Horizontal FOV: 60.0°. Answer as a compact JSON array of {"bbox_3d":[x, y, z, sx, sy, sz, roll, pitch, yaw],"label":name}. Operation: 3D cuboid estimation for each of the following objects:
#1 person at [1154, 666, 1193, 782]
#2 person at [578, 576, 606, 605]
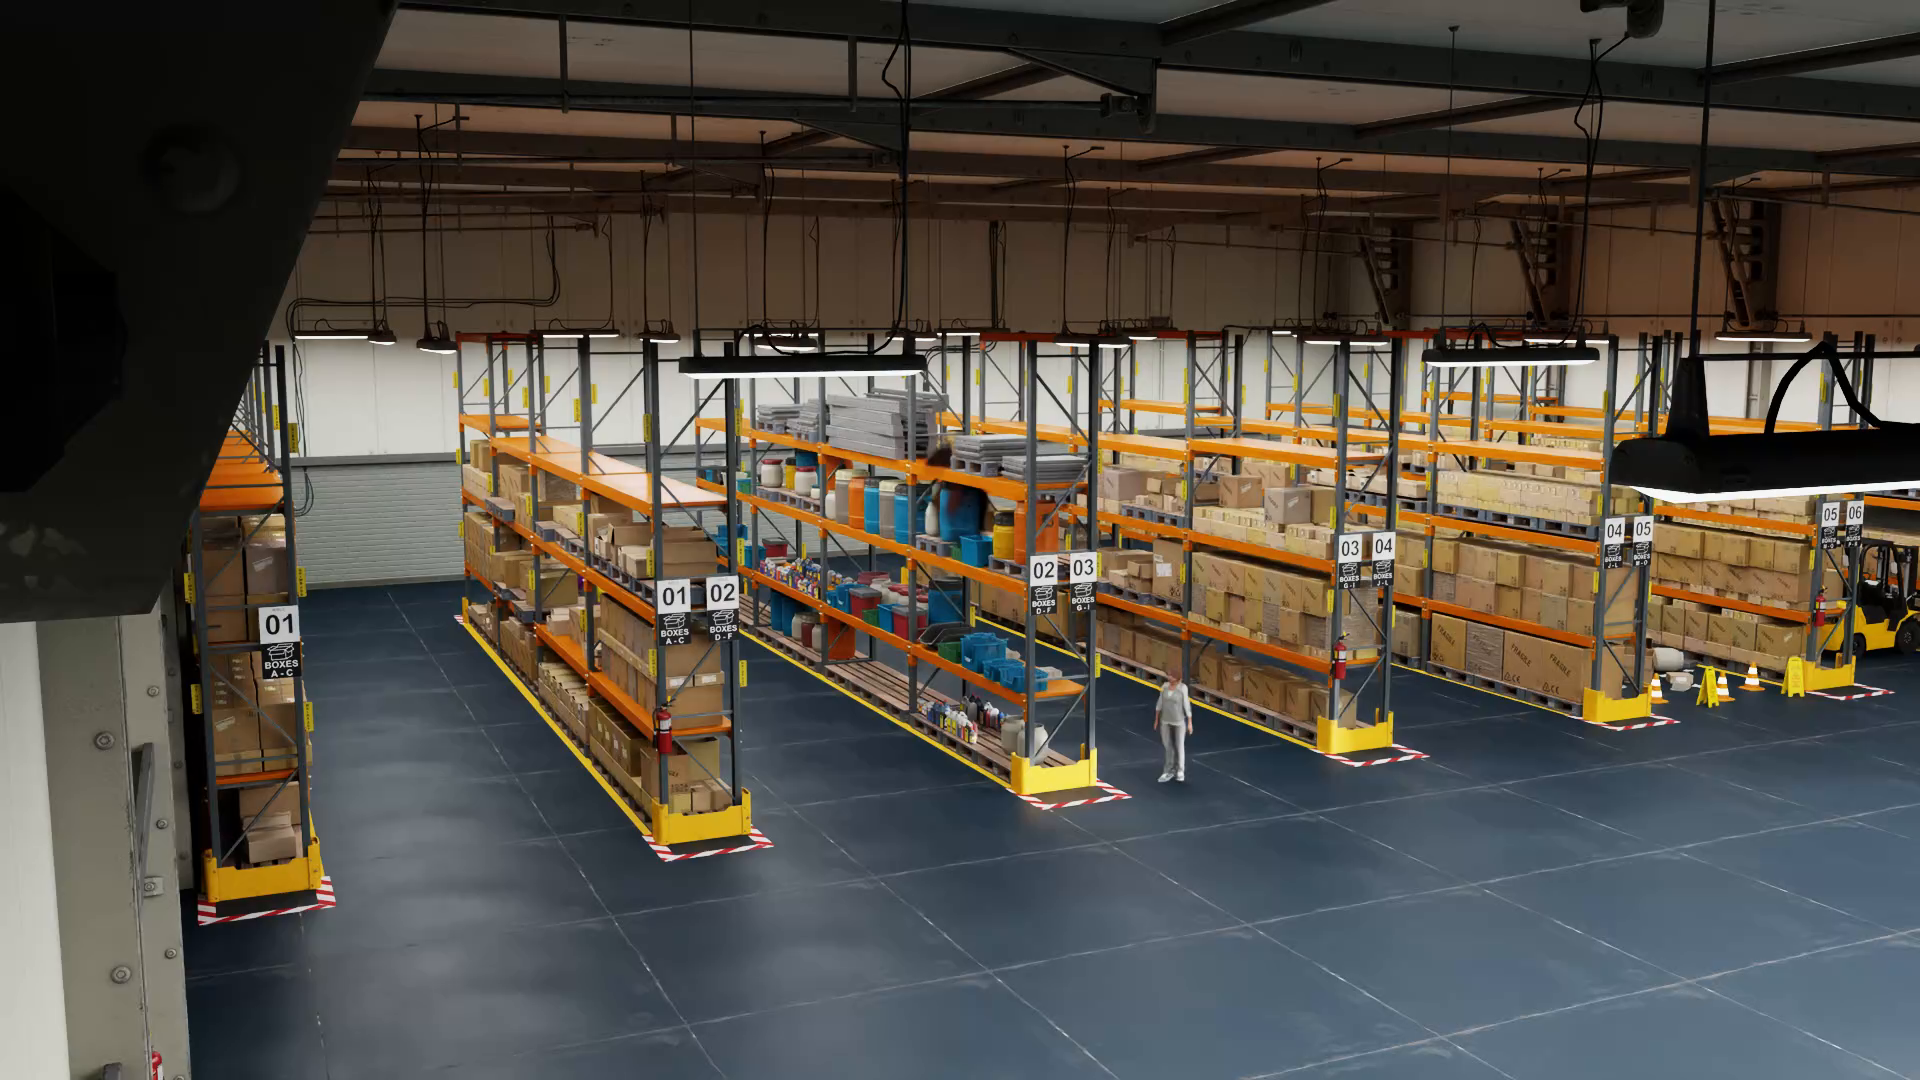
[{"bbox_3d":[2.915,2.507,22.652,0.545,1.631,0.372,3,8,22],"label":"person"},{"bbox_3d":[-6.937,1.216,31.721,0.701,1.745,1.003,-3,8,-24],"label":"person"}]
